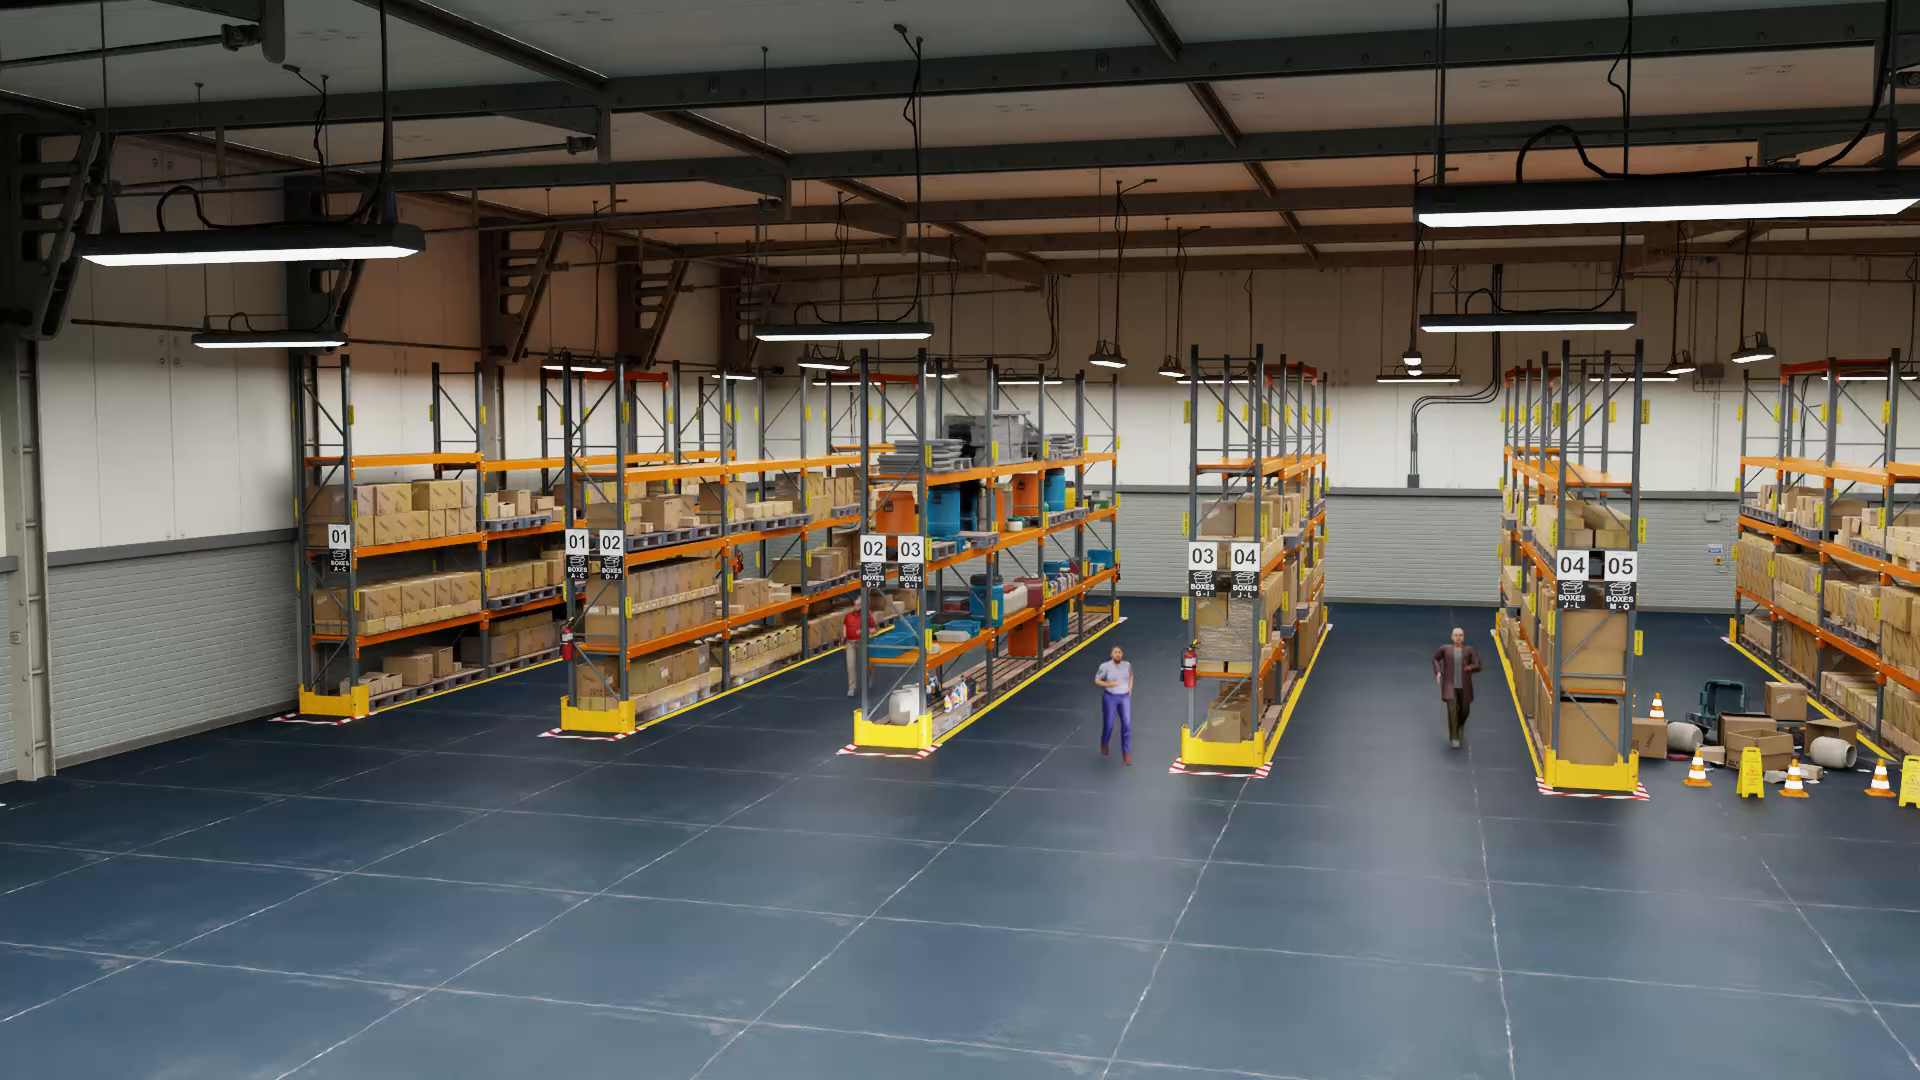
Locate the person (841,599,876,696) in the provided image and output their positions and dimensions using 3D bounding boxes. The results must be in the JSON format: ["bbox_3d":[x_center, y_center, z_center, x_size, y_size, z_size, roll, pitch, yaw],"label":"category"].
[{"bbox_3d":[-1.832,1.906,29.792,0.673,1.699,0.884,1,4,11],"label":"person"}]

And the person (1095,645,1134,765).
[{"bbox_3d":[2.255,2.372,24.147,0.609,1.699,0.784,0,4,-7],"label":"person"}]

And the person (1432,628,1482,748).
[{"bbox_3d":[7.537,2.213,25.229,0.713,1.754,1.036,1,4,10],"label":"person"}]
